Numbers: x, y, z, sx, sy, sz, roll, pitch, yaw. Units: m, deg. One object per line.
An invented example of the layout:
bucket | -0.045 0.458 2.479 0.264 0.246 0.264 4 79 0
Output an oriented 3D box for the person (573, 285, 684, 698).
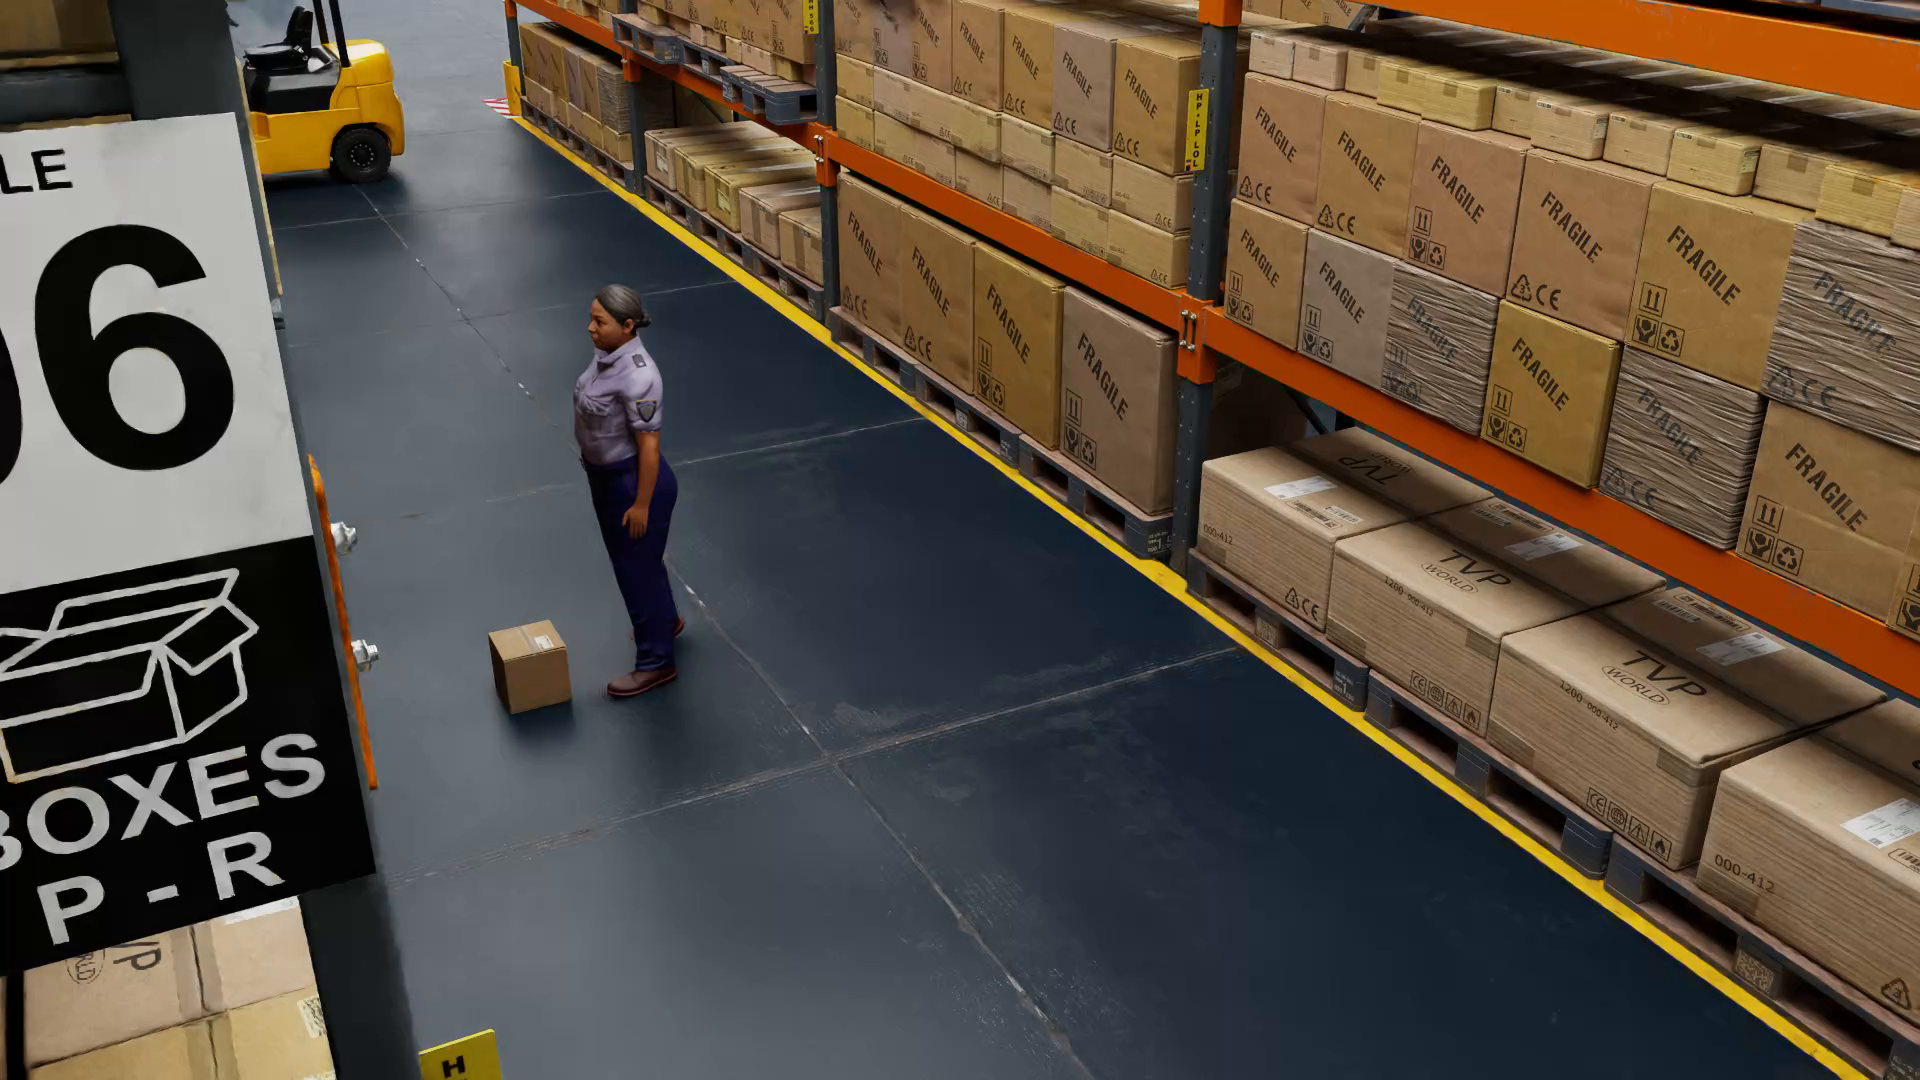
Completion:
person | -1.310 -0.197 6.609 0.440 1.716 0.579 -13 28 -24
